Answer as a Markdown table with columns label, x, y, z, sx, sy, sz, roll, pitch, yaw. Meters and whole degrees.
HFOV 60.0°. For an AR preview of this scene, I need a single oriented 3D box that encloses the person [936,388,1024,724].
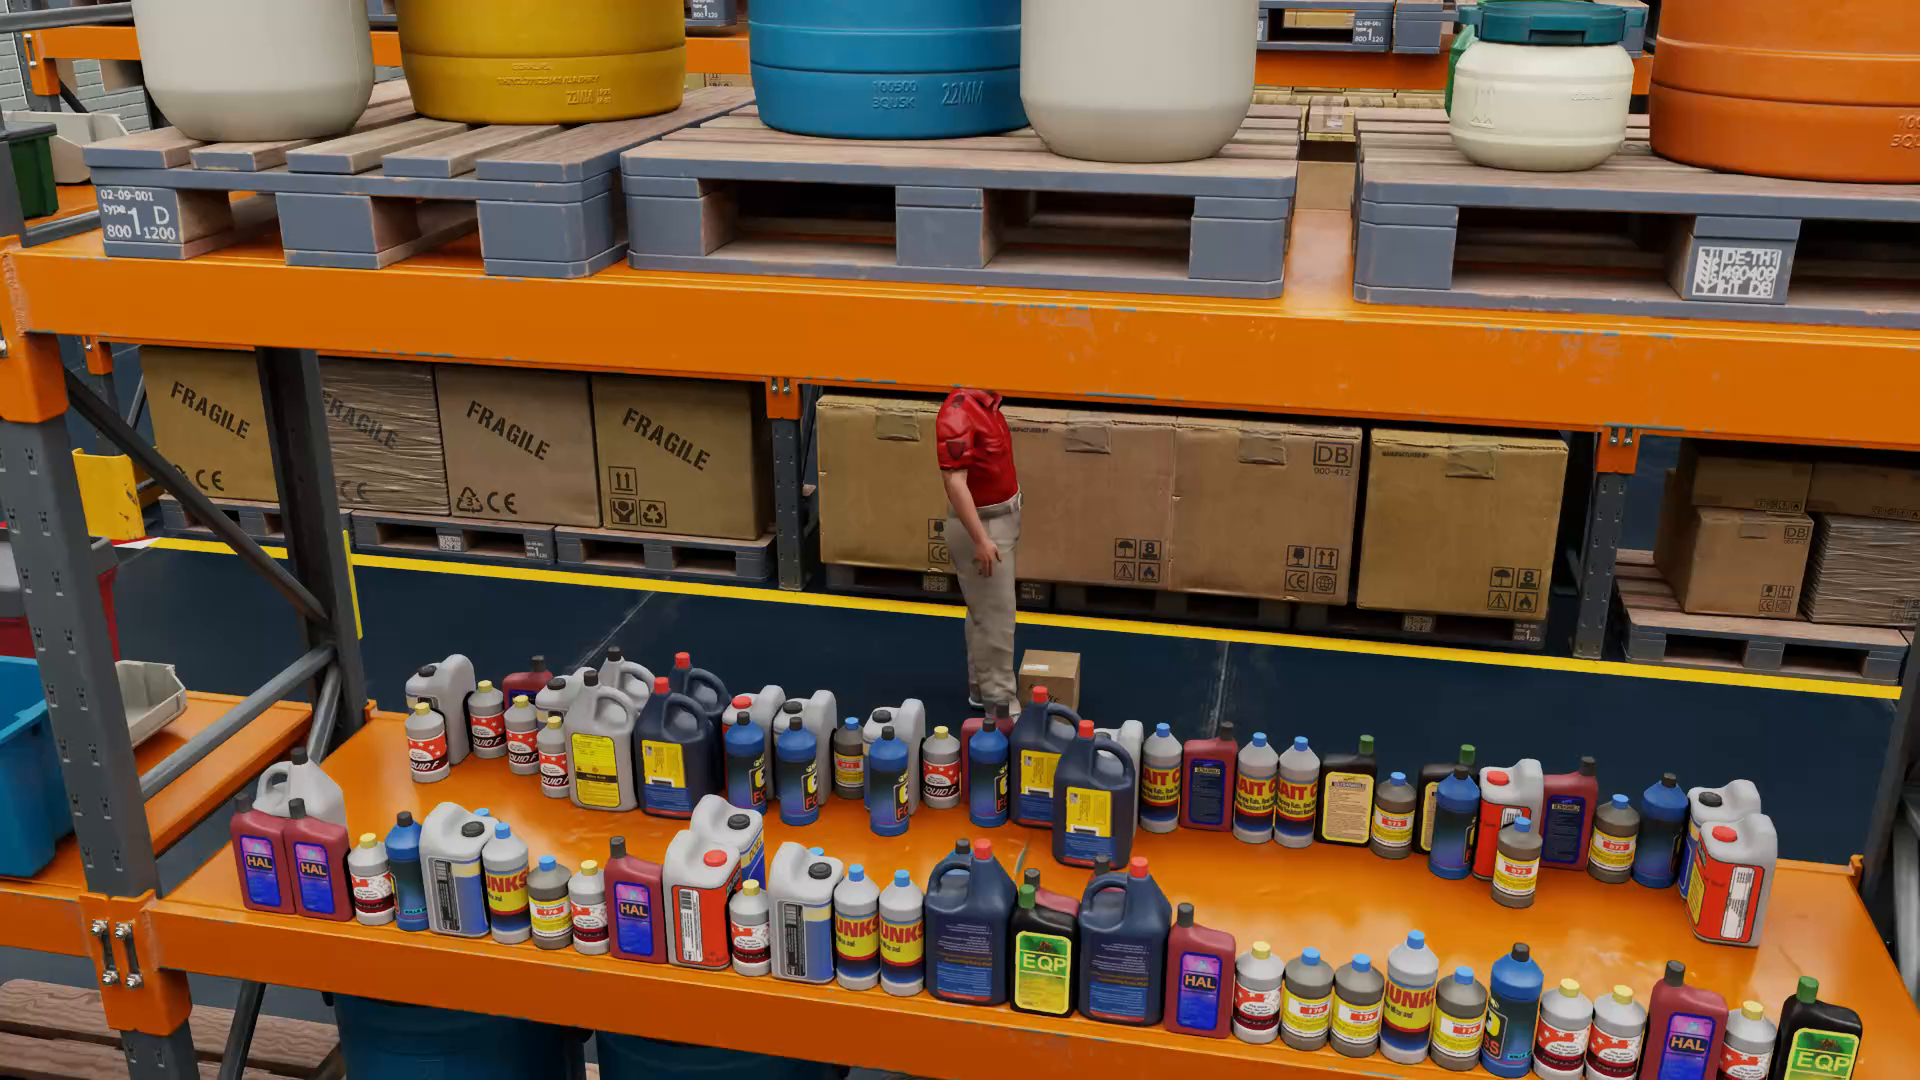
| label | x | y | z | sx | sy | sz | roll | pitch | yaw |
| --- | --- | --- | --- | --- | --- | --- | --- | --- | --- |
| person | 0.194 | -0.035 | 7.171 | 0.550 | 1.729 | 0.642 | 4 | 22 | 9 |
